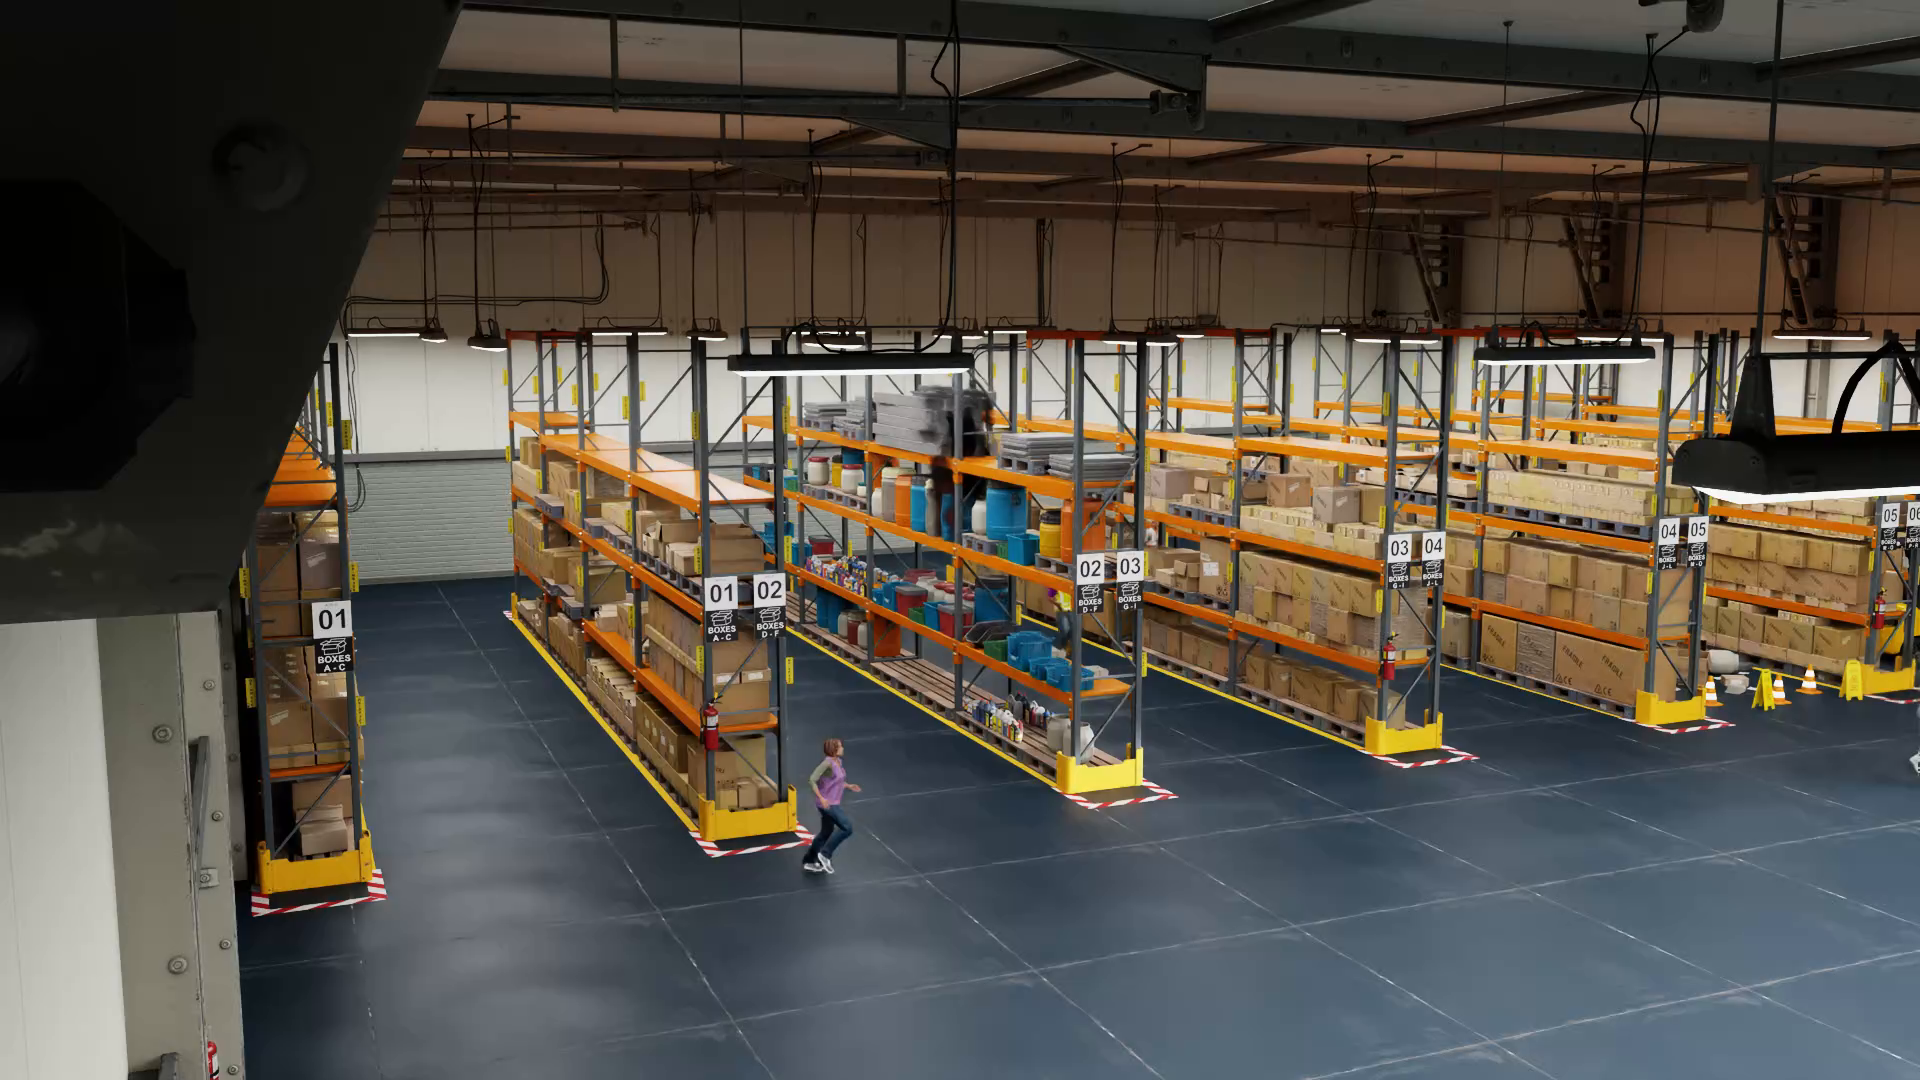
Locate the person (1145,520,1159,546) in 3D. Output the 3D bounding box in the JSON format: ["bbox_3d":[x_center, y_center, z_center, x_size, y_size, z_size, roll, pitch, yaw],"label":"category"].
[{"bbox_3d":[4.369,0.352,37.458,0.676,1.827,0.930,-3,8,-21],"label":"person"}]

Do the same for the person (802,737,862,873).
[{"bbox_3d":[-1.464,3.007,18.857,0.672,1.536,0.516,1,8,7],"label":"person"}]

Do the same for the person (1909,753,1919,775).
[{"bbox_3d":[13.168,2.441,22.273,0.696,1.749,0.705,3,8,22],"label":"person"}]

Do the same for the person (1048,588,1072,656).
[{"bbox_3d":[1.971,1.298,30.722,0.674,1.721,0.565,-3,8,-19],"label":"person"}]
